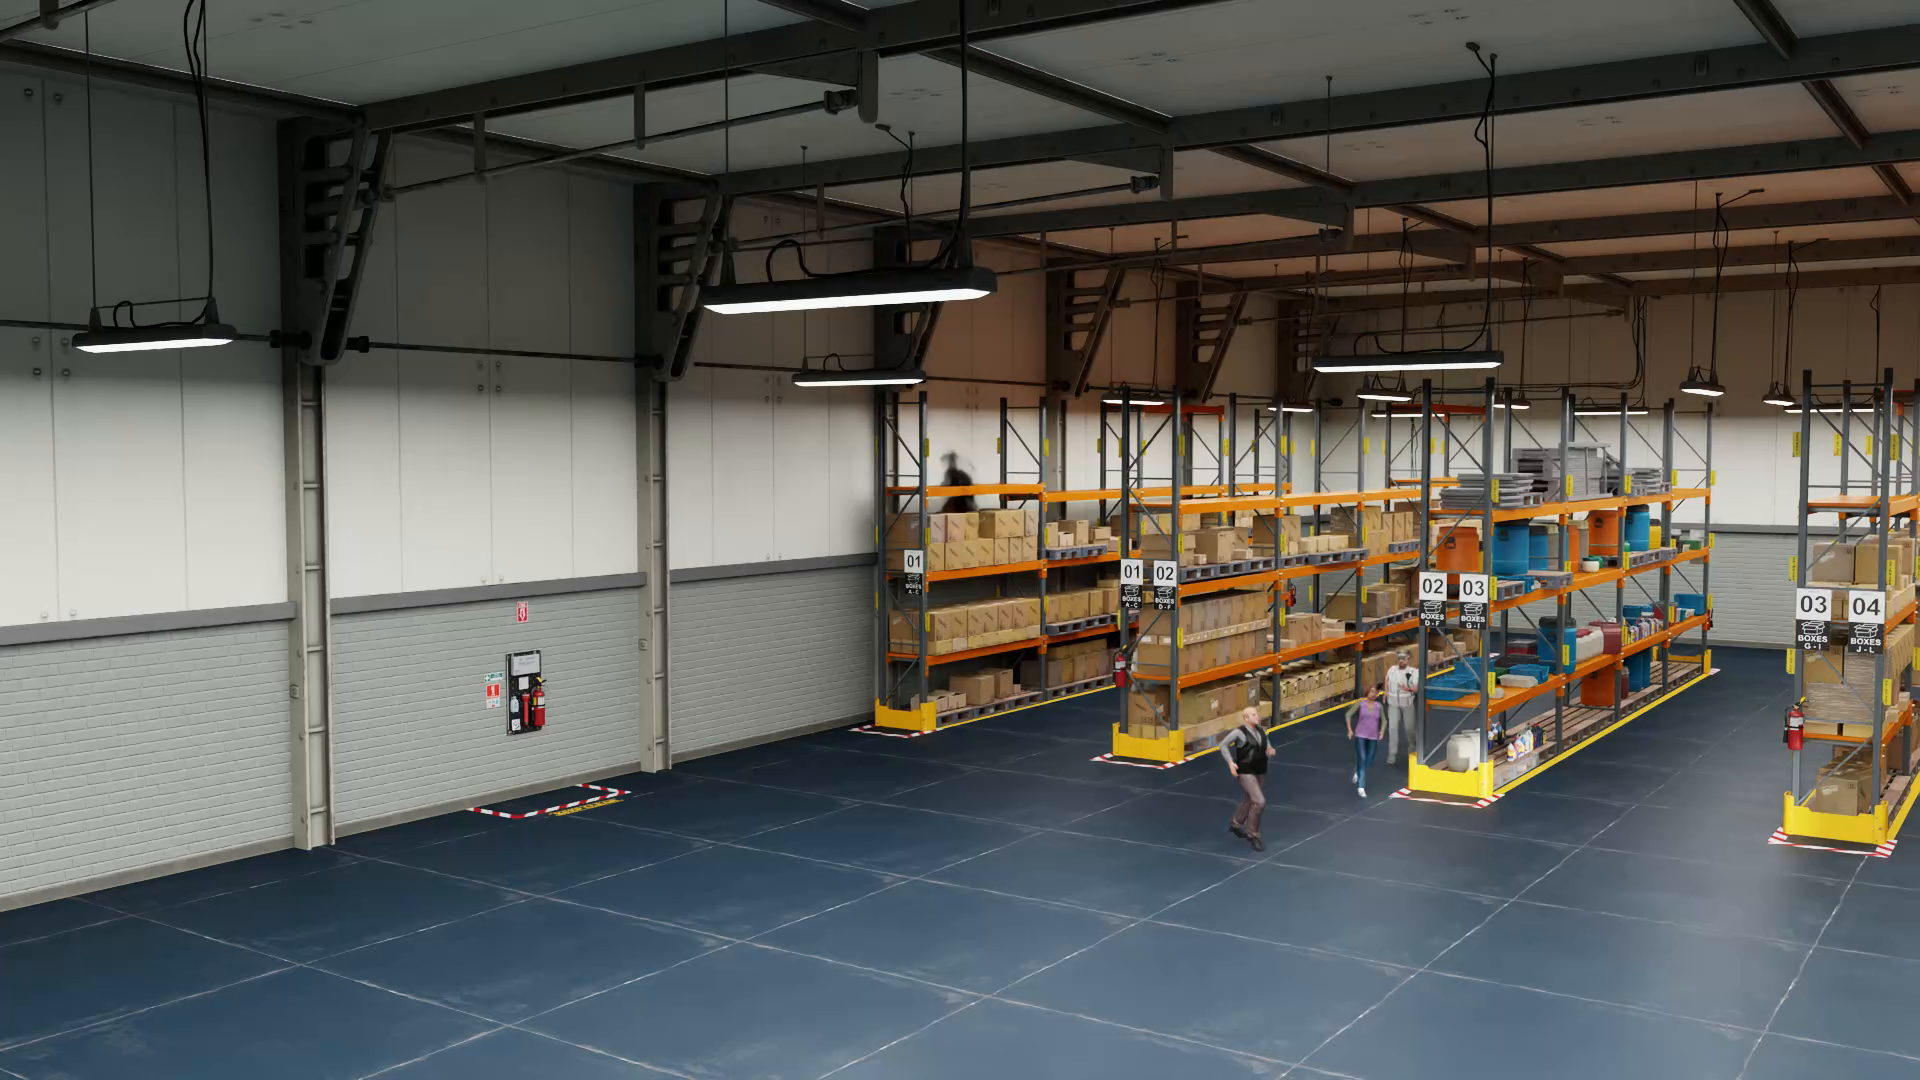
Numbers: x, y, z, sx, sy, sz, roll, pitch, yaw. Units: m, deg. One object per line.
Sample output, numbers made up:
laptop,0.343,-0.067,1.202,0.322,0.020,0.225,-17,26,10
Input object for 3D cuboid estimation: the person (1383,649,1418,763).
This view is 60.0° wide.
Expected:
person,7.051,2.620,26.523,0.662,1.768,0.989,2,4,27

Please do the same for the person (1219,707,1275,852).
person,3.644,2.984,20.880,0.625,1.782,0.767,-3,4,-41

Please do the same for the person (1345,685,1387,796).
person,5.911,2.896,24.166,0.590,1.571,0.638,0,3,2

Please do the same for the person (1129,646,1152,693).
person,3.289,2.482,30.162,0.593,1.660,0.624,2,4,31
